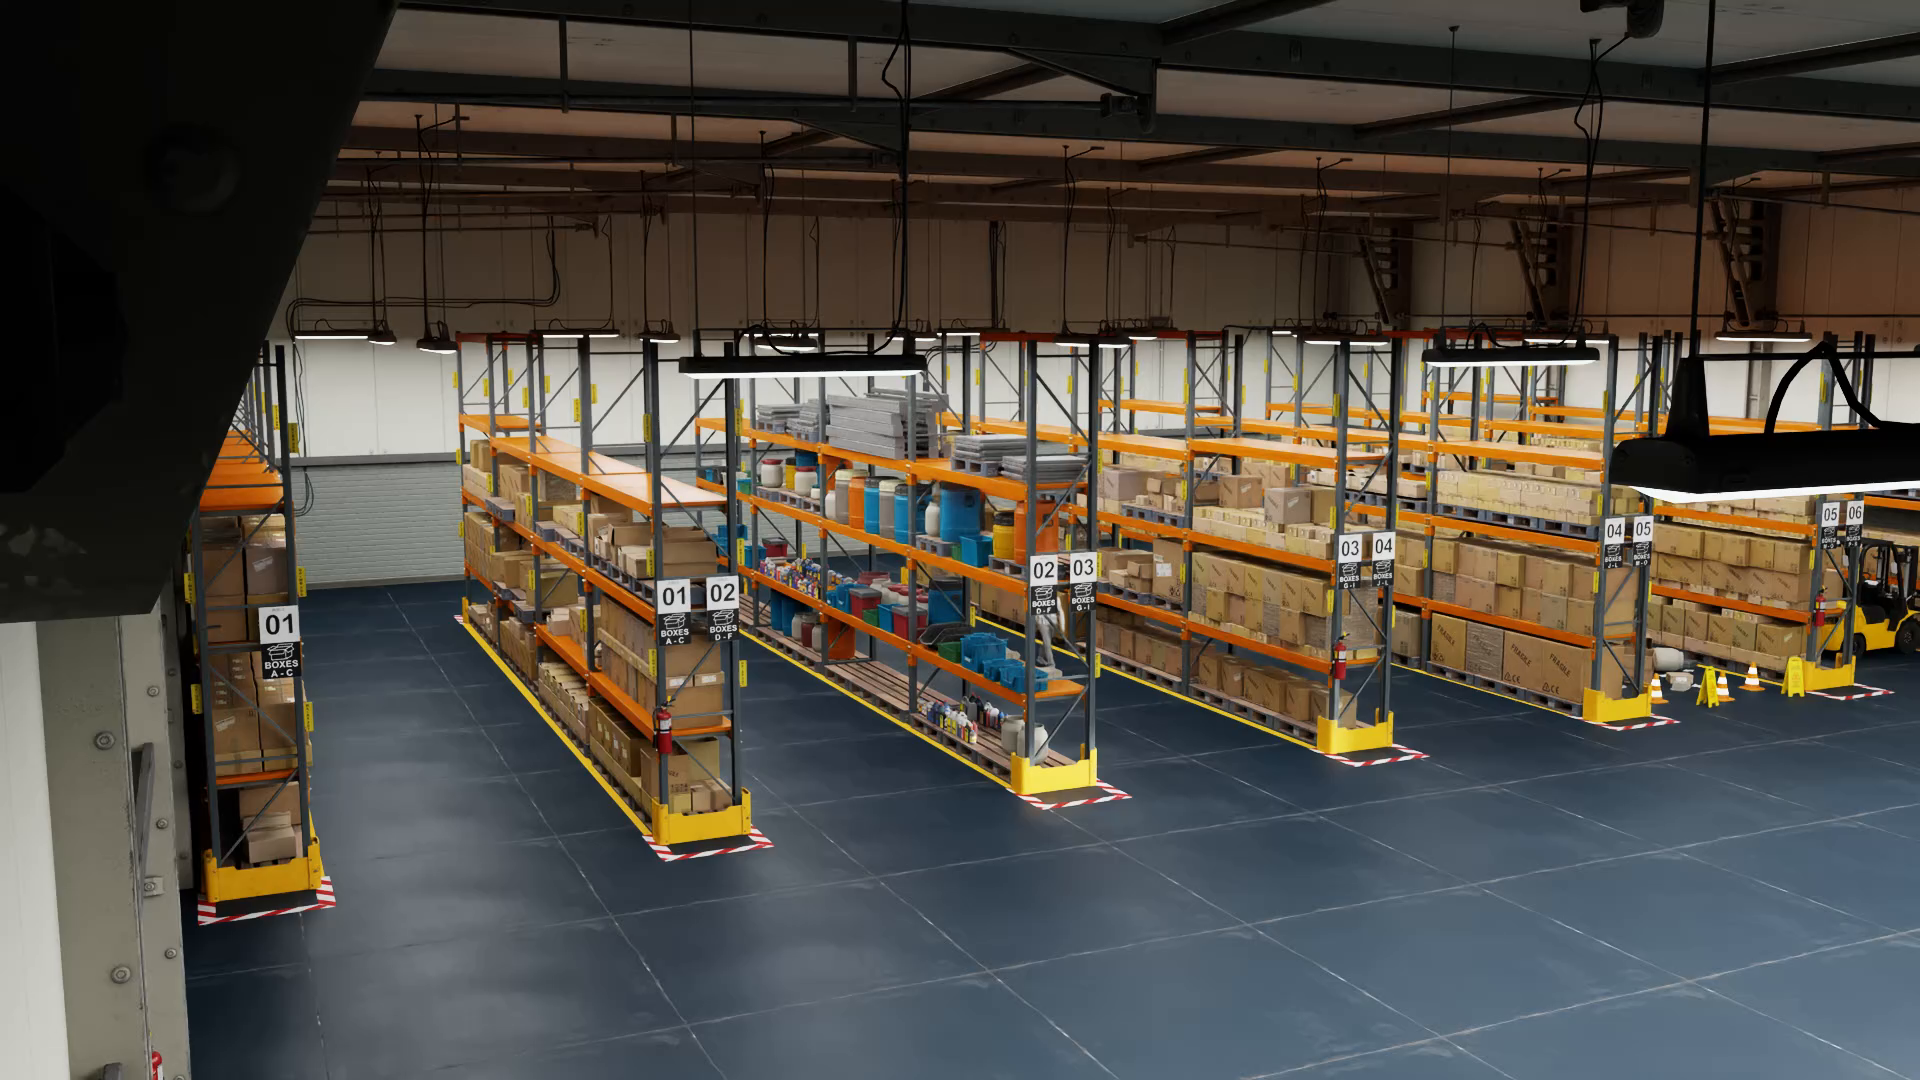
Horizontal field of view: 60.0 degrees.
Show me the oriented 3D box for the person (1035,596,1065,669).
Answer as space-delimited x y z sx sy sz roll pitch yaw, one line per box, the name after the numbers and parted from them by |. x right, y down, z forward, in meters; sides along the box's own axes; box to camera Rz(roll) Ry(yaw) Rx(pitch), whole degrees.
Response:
1.606 1.502 29.728 0.509 1.622 1.041 -3 8 -23 | person
